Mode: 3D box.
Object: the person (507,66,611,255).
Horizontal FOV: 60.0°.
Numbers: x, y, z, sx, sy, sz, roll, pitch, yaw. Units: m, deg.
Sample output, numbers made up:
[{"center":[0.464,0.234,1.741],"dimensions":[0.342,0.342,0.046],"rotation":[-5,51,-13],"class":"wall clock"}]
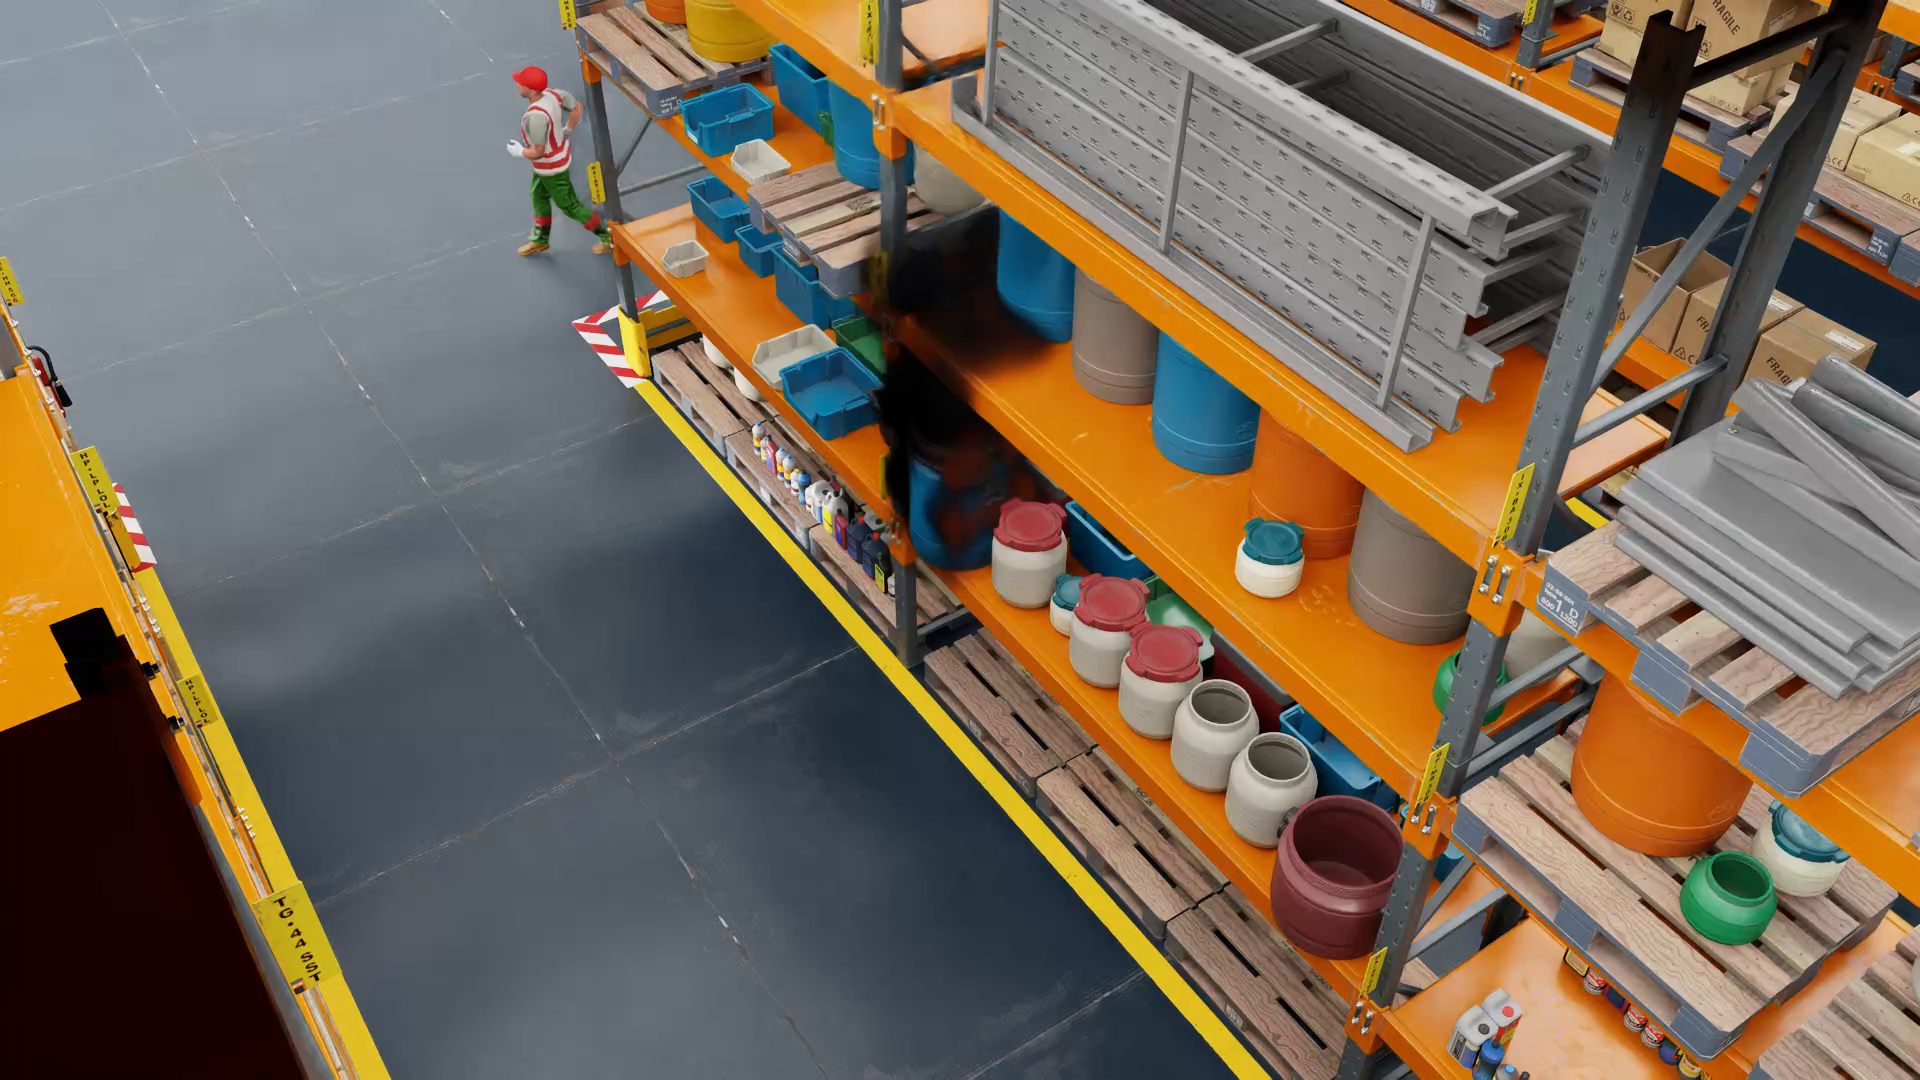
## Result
[{"center":[-3.371,-3.092,13.780],"dimensions":[0.946,1.805,0.668],"rotation":[-2,43,-2],"class":"person"}]
